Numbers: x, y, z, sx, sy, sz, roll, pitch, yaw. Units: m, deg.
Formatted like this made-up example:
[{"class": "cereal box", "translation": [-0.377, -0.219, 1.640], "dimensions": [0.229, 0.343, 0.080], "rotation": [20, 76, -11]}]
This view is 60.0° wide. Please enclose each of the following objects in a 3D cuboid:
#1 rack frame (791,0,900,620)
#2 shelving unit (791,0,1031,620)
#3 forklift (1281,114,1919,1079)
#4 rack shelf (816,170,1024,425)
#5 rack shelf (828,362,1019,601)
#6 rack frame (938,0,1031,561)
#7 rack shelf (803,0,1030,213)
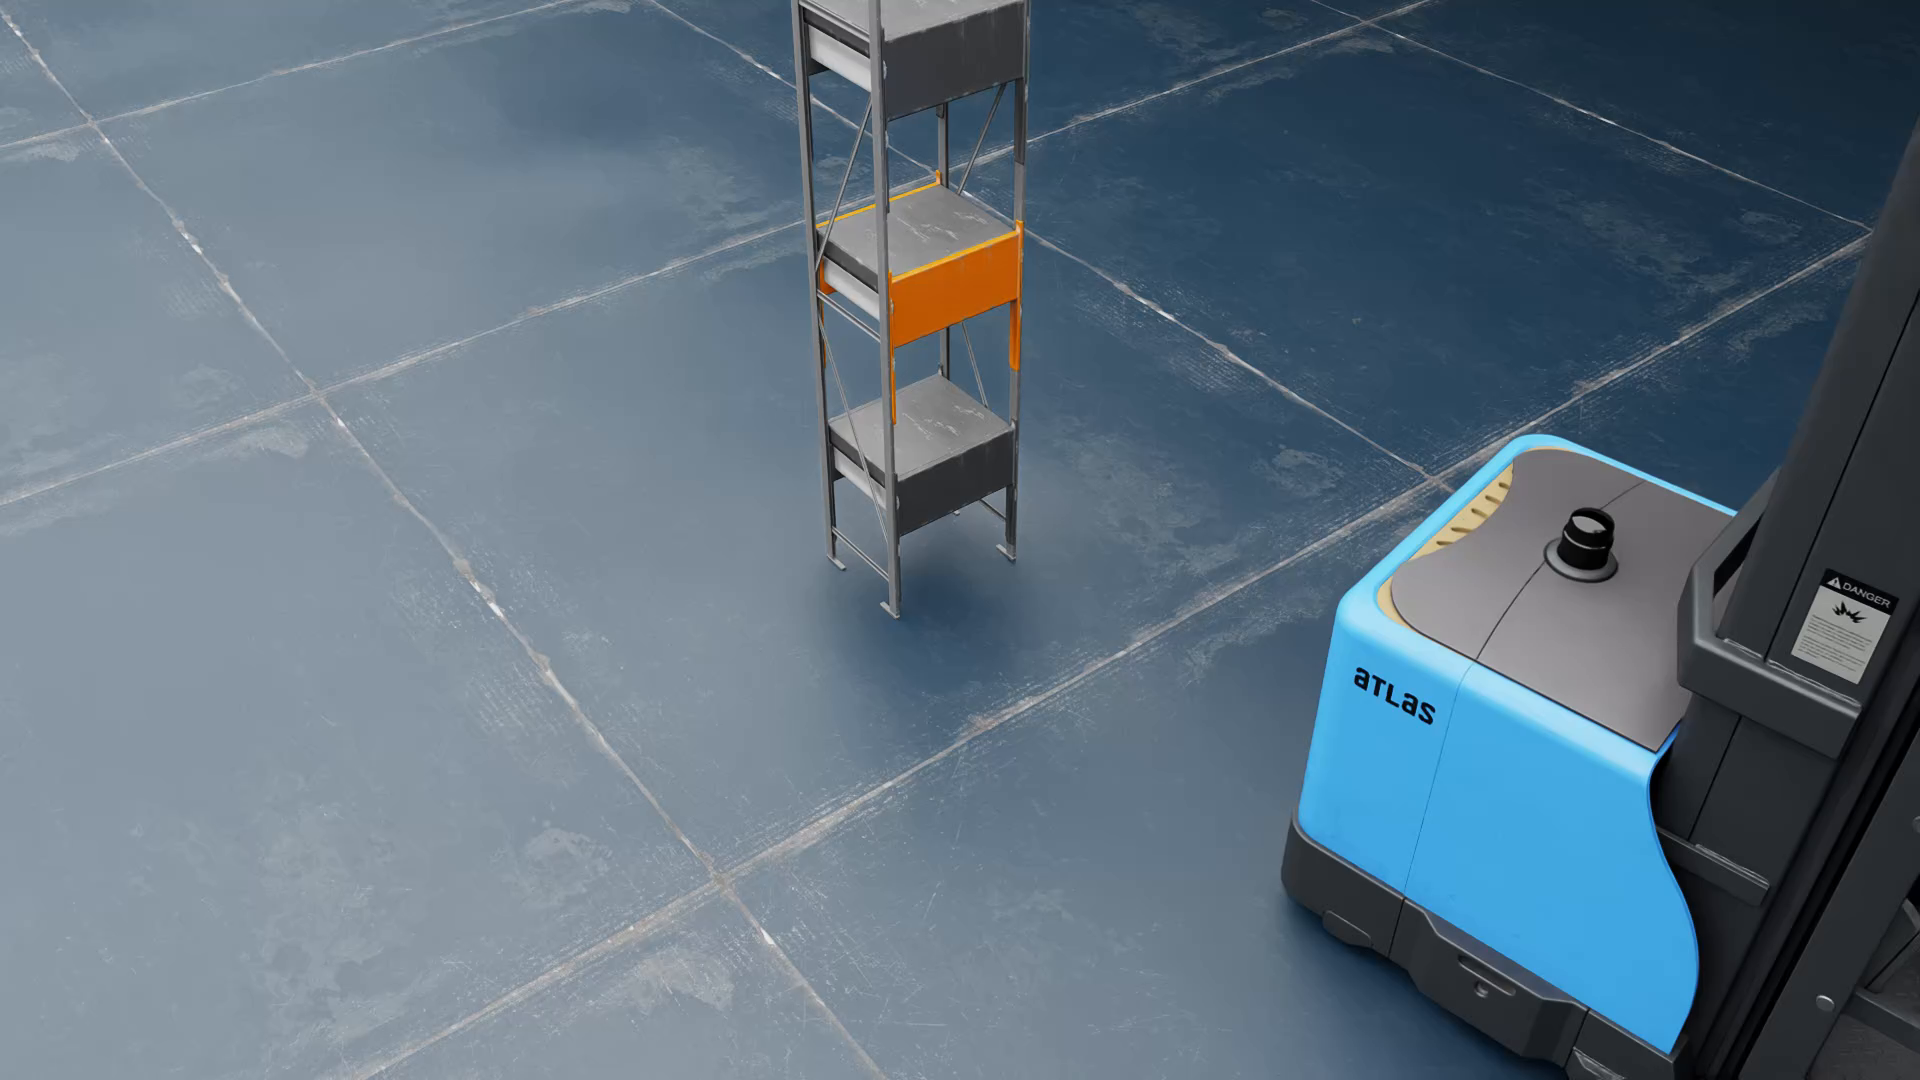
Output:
[{"class": "rack frame", "translation": [-0.325, -0.654, 4.891], "dimensions": [0.015, 2.100, 0.400], "rotation": [-26, 46, -28]}, {"class": "shelving unit", "translation": [-0.131, -0.748, 5.006], "dimensions": [0.503, 2.100, 0.431], "rotation": [-26, 46, -28]}, {"class": "forklift", "translation": [2.307, 0.240, 3.146], "dimensions": [3.031, 2.935, 1.130], "rotation": [30, 48, 31]}, {"class": "rack shelf", "translation": [-0.131, -0.737, 5.015], "dimensions": [0.480, 0.518, 0.431], "rotation": [-26, 46, -28]}, {"class": "rack shelf", "translation": [-0.131, -0.196, 5.459], "dimensions": [0.480, 0.518, 0.431], "rotation": [-26, 46, -28]}, {"class": "rack frame", "translation": [0.062, -0.842, 5.121], "dimensions": [0.015, 2.100, 0.400], "rotation": [-26, 46, -28]}, {"class": "rack shelf", "translation": [-0.131, -1.278, 4.571], "dimensions": [0.480, 0.518, 0.431], "rotation": [-26, 46, -28]}]
